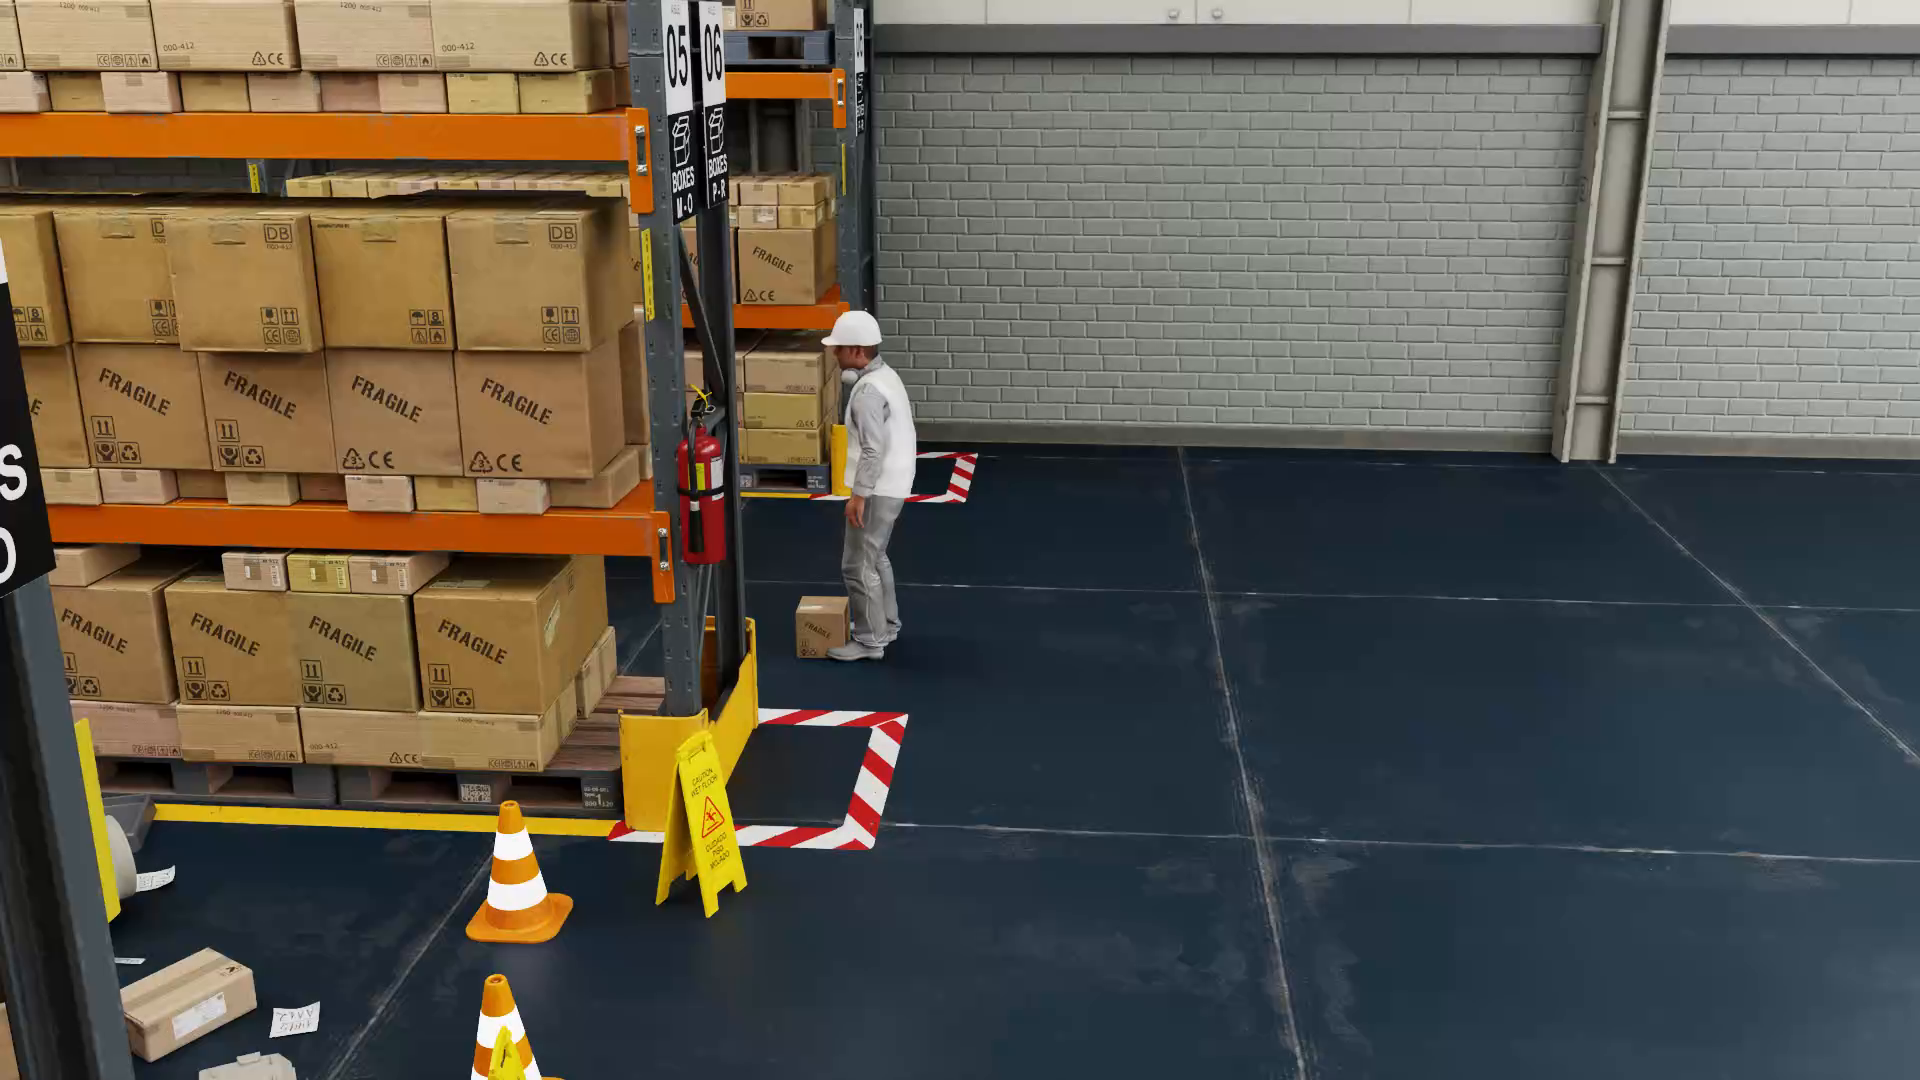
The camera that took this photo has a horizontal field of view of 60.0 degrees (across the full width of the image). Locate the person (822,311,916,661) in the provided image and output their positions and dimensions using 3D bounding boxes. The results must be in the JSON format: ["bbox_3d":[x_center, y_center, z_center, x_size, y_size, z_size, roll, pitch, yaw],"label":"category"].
[{"bbox_3d":[-0.448,-0.273,8.376,0.462,1.772,0.581,1,17,4],"label":"person"}]
